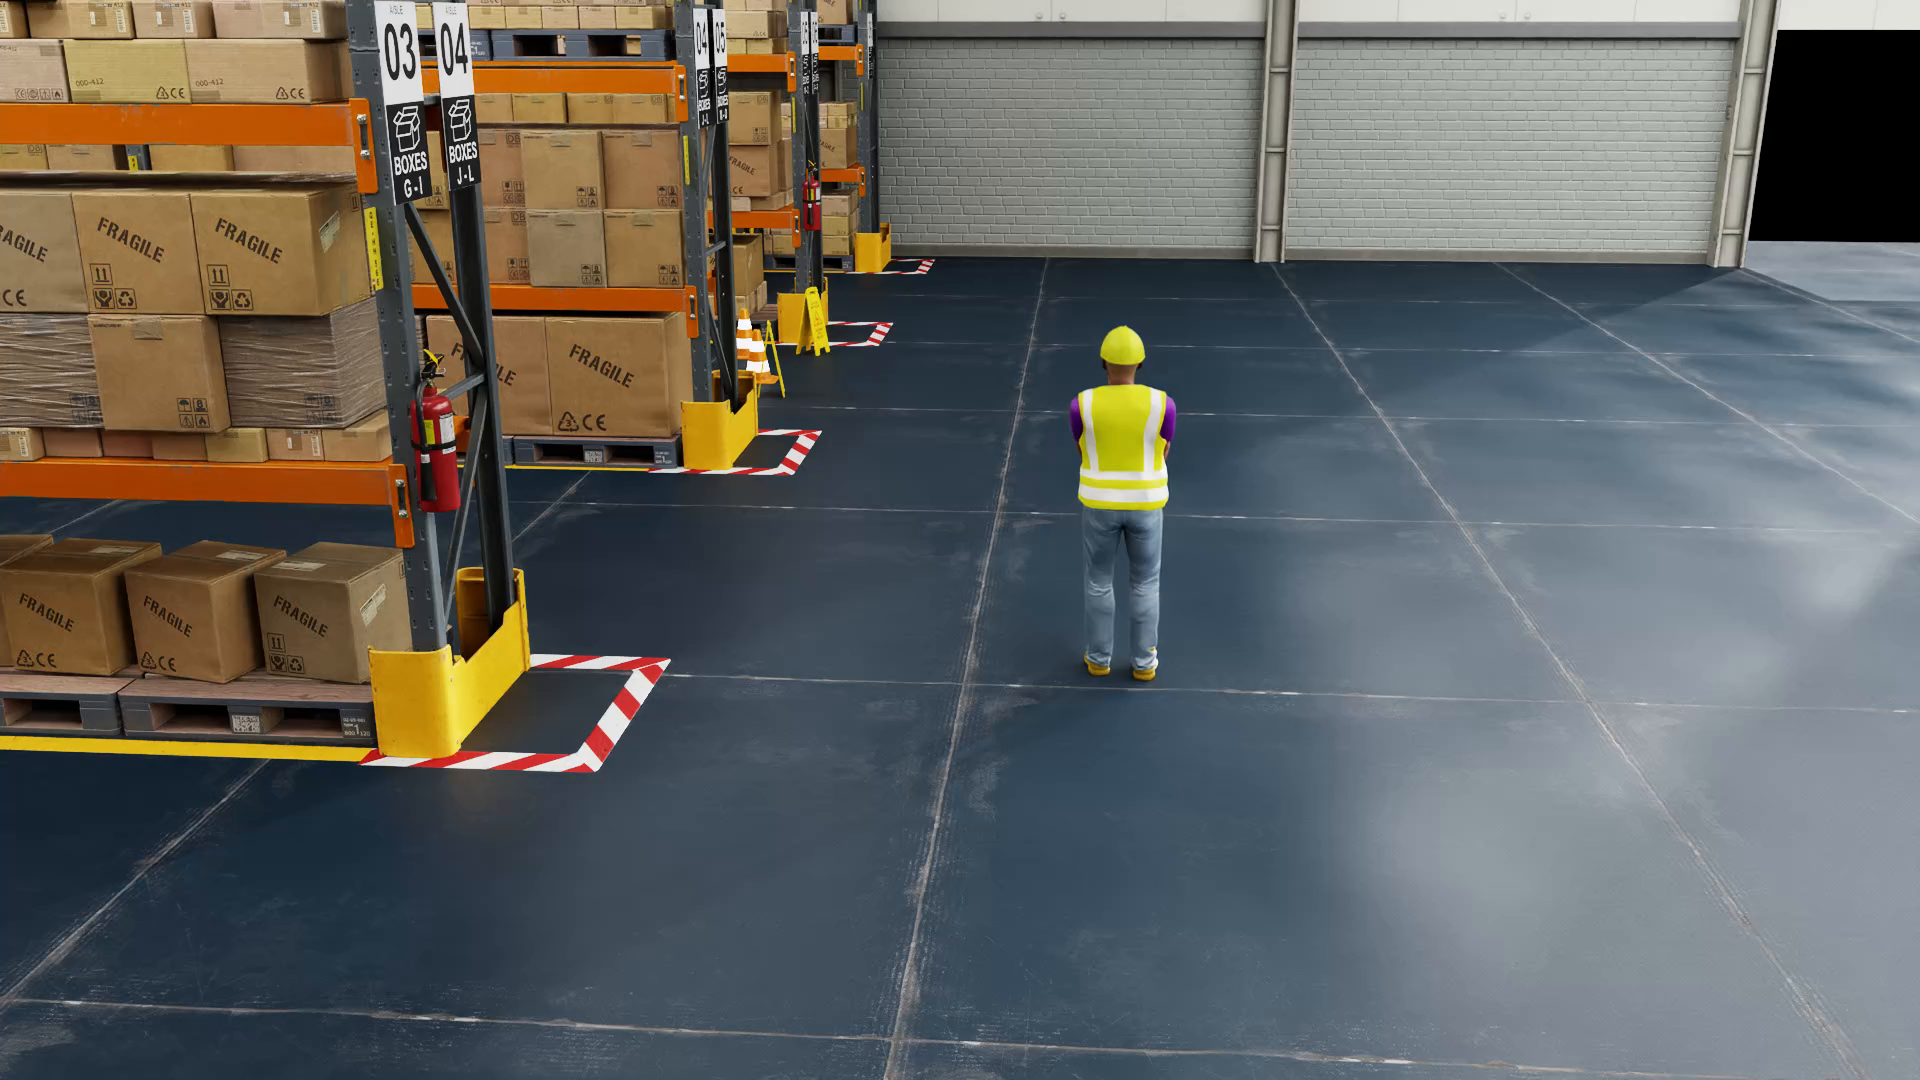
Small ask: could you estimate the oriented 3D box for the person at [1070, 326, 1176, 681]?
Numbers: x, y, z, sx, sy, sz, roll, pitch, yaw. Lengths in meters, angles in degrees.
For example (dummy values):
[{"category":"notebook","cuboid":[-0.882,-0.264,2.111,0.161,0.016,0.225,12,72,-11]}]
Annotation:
[{"category":"person","cuboid":[0.784,-0.200,8.158,0.503,1.760,0.577,2,17,5]}]
